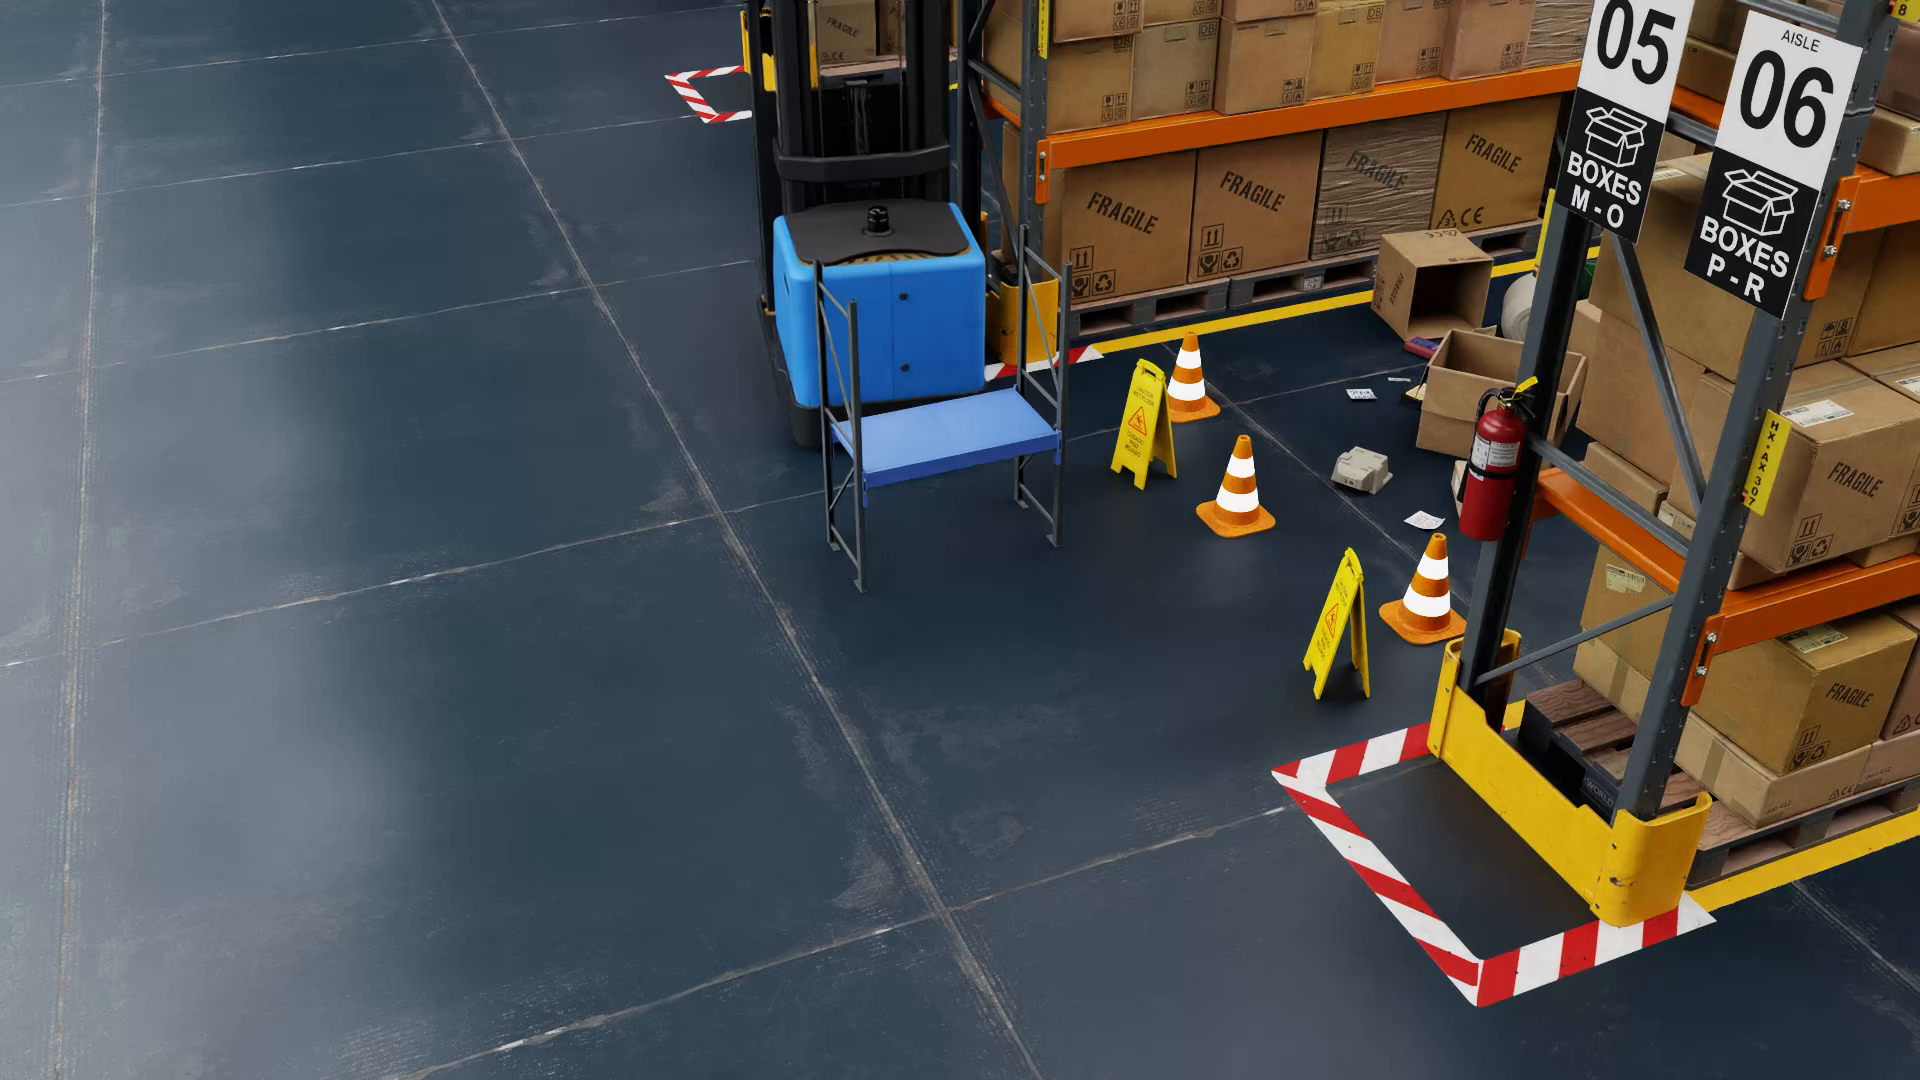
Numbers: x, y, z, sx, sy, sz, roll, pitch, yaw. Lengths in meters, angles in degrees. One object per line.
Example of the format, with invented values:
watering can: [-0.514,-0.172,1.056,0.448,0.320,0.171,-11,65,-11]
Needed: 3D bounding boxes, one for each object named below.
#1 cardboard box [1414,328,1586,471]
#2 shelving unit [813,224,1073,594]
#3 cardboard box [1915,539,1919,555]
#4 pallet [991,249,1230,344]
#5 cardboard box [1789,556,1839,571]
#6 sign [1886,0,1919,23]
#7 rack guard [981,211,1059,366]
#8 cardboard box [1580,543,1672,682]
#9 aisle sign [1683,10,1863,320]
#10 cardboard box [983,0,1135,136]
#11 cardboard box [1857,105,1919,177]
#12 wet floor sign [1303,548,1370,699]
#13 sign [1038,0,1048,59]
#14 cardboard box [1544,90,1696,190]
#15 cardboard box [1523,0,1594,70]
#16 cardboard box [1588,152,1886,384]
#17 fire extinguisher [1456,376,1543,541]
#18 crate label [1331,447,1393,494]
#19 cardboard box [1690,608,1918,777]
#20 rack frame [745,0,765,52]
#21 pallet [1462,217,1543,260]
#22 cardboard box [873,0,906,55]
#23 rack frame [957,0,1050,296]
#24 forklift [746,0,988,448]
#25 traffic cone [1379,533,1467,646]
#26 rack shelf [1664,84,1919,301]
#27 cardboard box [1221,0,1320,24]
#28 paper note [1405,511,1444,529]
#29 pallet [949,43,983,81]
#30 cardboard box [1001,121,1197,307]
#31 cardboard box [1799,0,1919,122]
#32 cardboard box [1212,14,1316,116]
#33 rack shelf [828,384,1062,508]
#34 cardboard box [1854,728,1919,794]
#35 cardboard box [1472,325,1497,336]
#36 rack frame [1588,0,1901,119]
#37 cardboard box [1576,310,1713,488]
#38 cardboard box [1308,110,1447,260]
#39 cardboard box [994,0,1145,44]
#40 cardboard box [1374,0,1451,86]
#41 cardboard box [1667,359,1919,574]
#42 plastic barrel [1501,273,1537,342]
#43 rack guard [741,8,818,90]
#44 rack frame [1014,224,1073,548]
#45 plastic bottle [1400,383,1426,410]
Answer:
cardboard box: [2.881,-0.742,8.929,0.797,0.503,0.637,16,36,23]
shelving unit: [-0.079,-0.611,7.813,1.048,1.500,0.538,-13,35,-19]
cardboard box: [3.390,-0.113,5.904,0.250,0.149,0.380,-12,35,-18]
pallet: [0.939,-1.652,10.595,1.213,0.211,1.003,-13,35,-19]
cardboard box: [2.862,-0.068,5.834,0.250,0.149,0.380,-12,35,-18]
sign: [2.452,-1.496,4.246,0.005,0.325,0.100,-13,35,-19]
rack guard: [0.210,-1.560,10.189,0.348,0.500,1.175,-13,35,-19]
cardboard box: [2.879,0.217,6.614,0.500,0.500,0.500,-13,35,-19]
aisle sign: [2.304,-1.065,4.753,0.004,0.787,0.394,-13,35,-19]
cardboard box: [0.557,-2.777,9.629,0.550,0.550,0.875,-13,35,-19]
cardboard box: [2.673,-1.204,4.829,0.250,0.149,0.380,-13,35,-19]
wet floor sign: [1.652,0.344,7.129,0.232,0.644,0.267,-2,33,-2]
sign: [0.441,-2.728,8.826,0.005,0.325,0.100,-13,35,-19]
cardboard box: [4.458,-2.866,11.583,0.750,0.750,1.050,-13,35,-19]
cardboard box: [3.585,-3.436,10.643,0.550,0.550,0.875,-13,35,-19]
cardboard box: [2.628,-0.948,5.675,0.500,0.500,0.700,-14,35,-20]
fire extinguisher: [1.958,-0.320,6.062,0.183,0.674,0.296,-13,35,-19]
crate label: [2.096,-0.368,8.690,0.250,0.136,0.298,23,39,30]
cardboard box: [3.114,0.481,6.209,0.500,0.500,0.500,-14,36,-21]
rack frame: [-1.595,-5.128,13.381,0.127,3.000,1.000,-13,35,-19]
pallet: [3.189,-2.167,11.387,1.213,0.211,1.003,-13,35,-19]
cardboard box: [-0.475,-4.523,14.358,0.500,0.500,0.500,-4,33,-6]
rack frame: [0.232,-2.613,9.515,0.127,3.000,1.000,-13,35,-19]
forklift: [-0.651,-2.516,9.429,1.130,2.935,3.031,-6,34,-10]
traffic cone: [2.139,0.179,7.550,0.334,0.463,0.336,-13,35,-19]
rack shelf: [4.086,-1.523,5.749,4.000,0.370,1.077,-13,35,-19]
cardboard box: [1.630,-3.399,9.596,0.550,0.550,0.875,-13,35,-19]
paper note: [2.343,-0.101,8.377,0.142,0.019,0.148,-27,42,-35]
pallet: [0.361,-4.384,14.795,1.213,0.211,1.003,-13,35,-19]
cardboard box: [0.832,-2.074,10.251,0.875,0.875,0.875,-13,35,-19]
cardboard box: [2.808,-1.436,4.821,0.500,0.250,0.500,-14,35,-20]
cardboard box: [1.620,-2.959,9.909,0.550,0.550,0.875,-13,35,-19]
rack shelf: [-0.079,-0.460,7.911,1.000,0.185,0.538,-13,35,-19]
cardboard box: [3.566,0.697,6.565,0.500,0.250,0.500,-12,35,-17]
cardboard box: [3.048,-1.022,9.577,0.258,0.266,0.396,-7,34,-11]
rack frame: [2.242,-2.659,4.086,0.127,3.000,1.000,-13,35,-19]
cardboard box: [2.635,-0.564,6.003,0.500,0.500,0.500,-14,35,-20]
cardboard box: [2.484,-2.453,10.832,0.875,0.875,0.875,-13,35,-19]
cardboard box: [0.589,-3.187,9.270,0.550,0.550,0.875,-13,35,-19]
cardboard box: [2.543,-3.254,10.363,0.550,0.550,0.875,-13,35,-19]
cardboard box: [2.786,-0.272,5.553,0.500,0.500,0.500,-13,35,-20]
plastic barrel: [3.468,-1.366,9.962,0.421,0.421,0.512,10,34,14]
rack guard: [-1.525,-4.096,14.087,0.348,0.500,1.175,-13,35,-19]
rack frame: [0.390,-0.718,7.978,0.032,1.500,0.500,-13,35,-19]
plastic bottle: [2.644,-0.832,9.473,0.283,0.061,0.133,-27,42,-35]
